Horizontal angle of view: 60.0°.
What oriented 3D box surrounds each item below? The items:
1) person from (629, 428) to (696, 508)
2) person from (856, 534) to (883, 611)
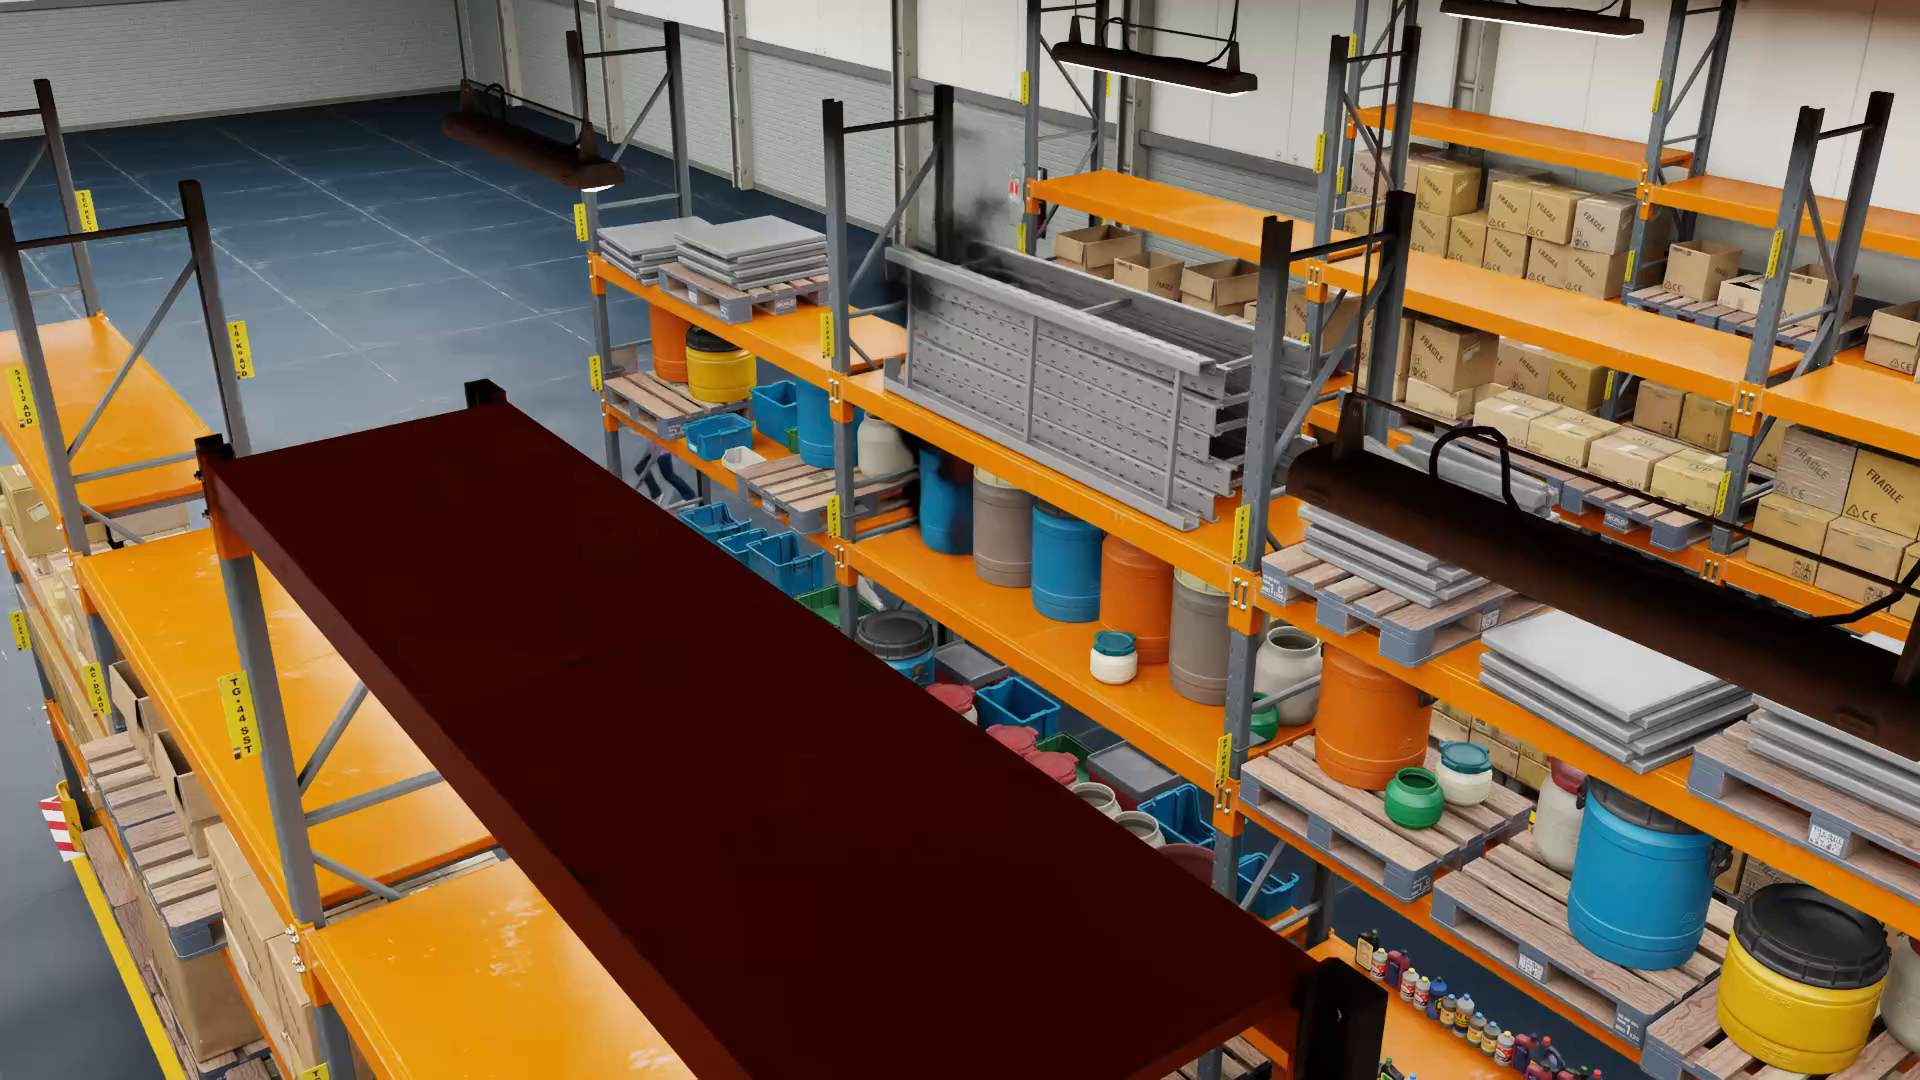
[{"bbox_3d":[-3.467,-1.040,19.353,0.721,1.597,0.521,-7,26,-15],"label":"person"},{"bbox_3d":[-0.905,0.054,16.224,0.609,1.633,0.536,-19,31,-36],"label":"person"}]
